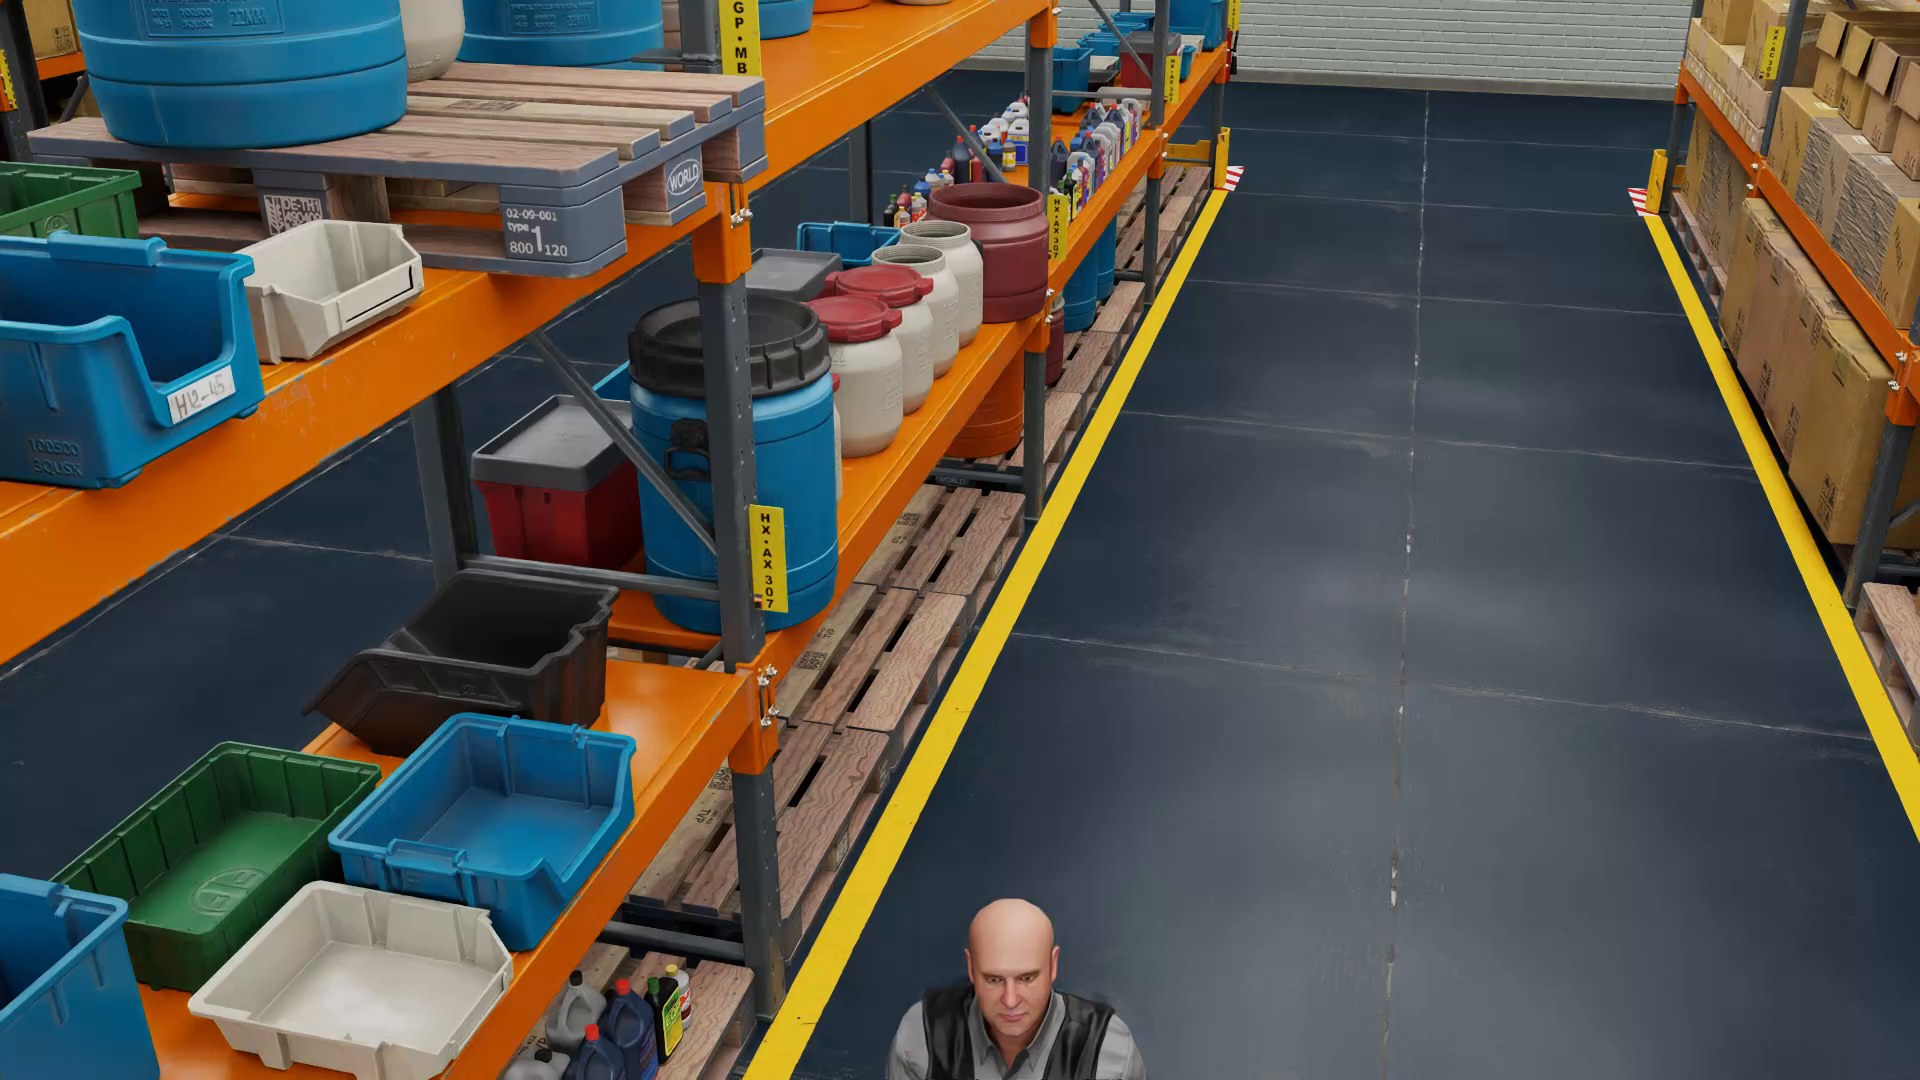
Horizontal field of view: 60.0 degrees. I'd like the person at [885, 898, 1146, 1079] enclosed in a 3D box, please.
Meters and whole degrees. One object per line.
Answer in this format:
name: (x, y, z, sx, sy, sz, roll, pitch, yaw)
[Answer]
person: (0.097, 1.501, 3.428, 0.531, 1.699, 0.933, 6, 26, 13)
